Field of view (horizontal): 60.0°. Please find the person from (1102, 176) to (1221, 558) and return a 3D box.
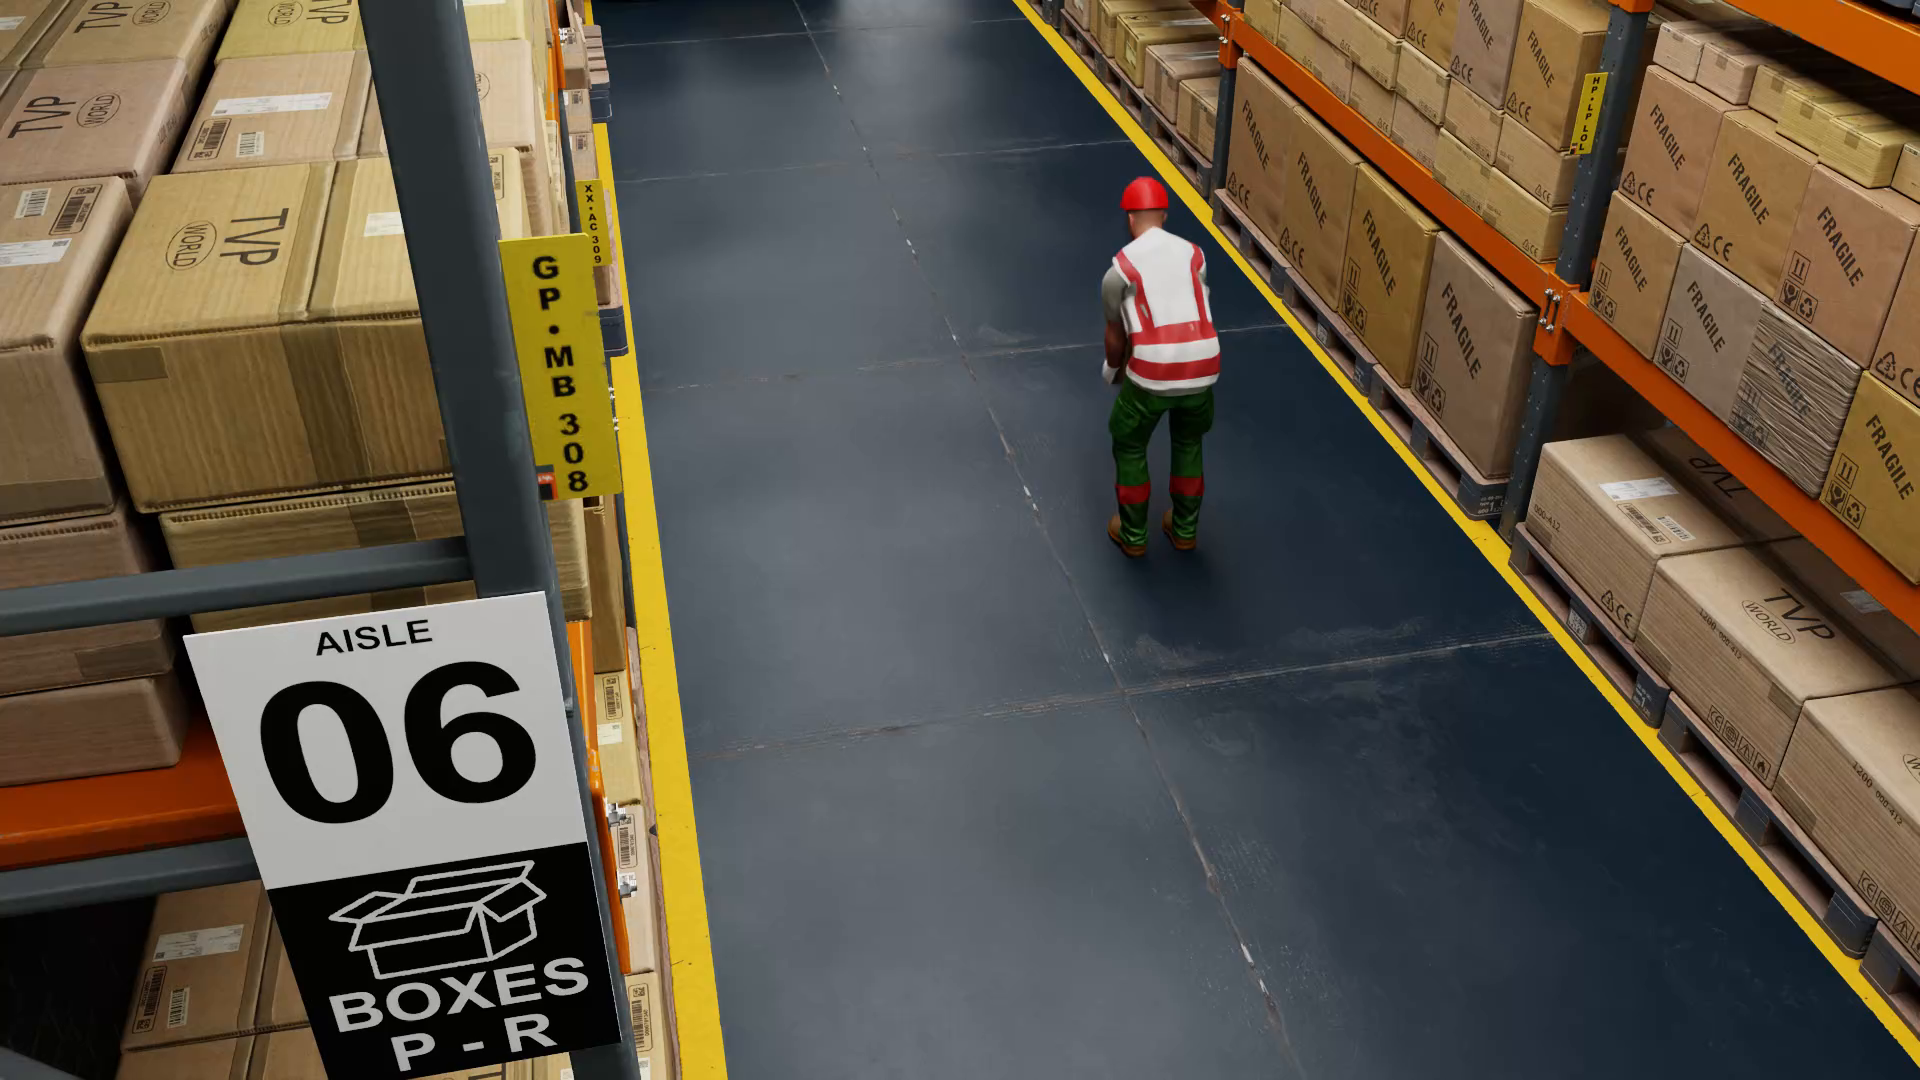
[{"bbox_3d":[0.859,-0.757,7.383,0.490,1.627,0.740,-8,35,-11],"label":"person"}]
